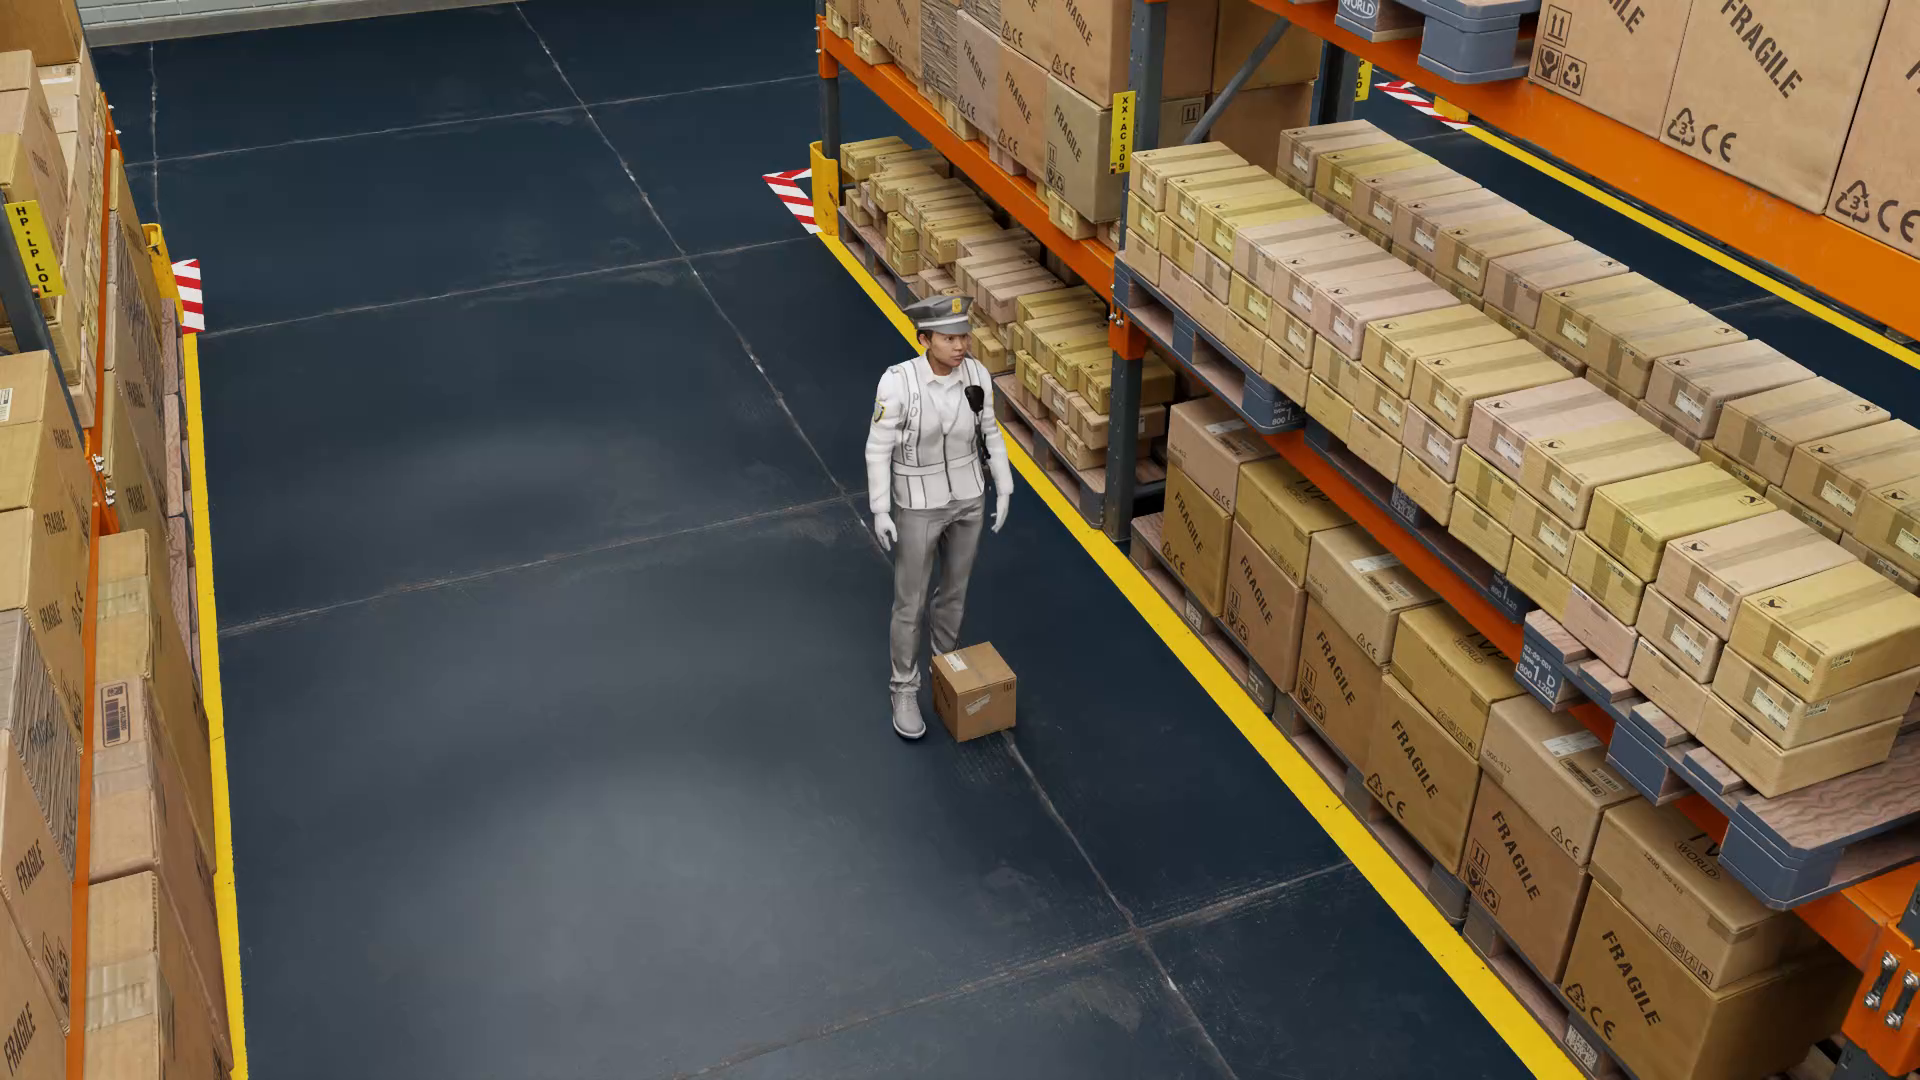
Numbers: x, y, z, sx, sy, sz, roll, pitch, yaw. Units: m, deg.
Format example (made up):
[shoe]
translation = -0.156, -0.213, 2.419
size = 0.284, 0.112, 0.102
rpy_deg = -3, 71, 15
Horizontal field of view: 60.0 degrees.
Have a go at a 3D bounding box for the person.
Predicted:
[person]
translation = -0.053, -0.112, 6.262
size = 0.588, 1.696, 0.532
rpy_deg = -13, 36, -19
